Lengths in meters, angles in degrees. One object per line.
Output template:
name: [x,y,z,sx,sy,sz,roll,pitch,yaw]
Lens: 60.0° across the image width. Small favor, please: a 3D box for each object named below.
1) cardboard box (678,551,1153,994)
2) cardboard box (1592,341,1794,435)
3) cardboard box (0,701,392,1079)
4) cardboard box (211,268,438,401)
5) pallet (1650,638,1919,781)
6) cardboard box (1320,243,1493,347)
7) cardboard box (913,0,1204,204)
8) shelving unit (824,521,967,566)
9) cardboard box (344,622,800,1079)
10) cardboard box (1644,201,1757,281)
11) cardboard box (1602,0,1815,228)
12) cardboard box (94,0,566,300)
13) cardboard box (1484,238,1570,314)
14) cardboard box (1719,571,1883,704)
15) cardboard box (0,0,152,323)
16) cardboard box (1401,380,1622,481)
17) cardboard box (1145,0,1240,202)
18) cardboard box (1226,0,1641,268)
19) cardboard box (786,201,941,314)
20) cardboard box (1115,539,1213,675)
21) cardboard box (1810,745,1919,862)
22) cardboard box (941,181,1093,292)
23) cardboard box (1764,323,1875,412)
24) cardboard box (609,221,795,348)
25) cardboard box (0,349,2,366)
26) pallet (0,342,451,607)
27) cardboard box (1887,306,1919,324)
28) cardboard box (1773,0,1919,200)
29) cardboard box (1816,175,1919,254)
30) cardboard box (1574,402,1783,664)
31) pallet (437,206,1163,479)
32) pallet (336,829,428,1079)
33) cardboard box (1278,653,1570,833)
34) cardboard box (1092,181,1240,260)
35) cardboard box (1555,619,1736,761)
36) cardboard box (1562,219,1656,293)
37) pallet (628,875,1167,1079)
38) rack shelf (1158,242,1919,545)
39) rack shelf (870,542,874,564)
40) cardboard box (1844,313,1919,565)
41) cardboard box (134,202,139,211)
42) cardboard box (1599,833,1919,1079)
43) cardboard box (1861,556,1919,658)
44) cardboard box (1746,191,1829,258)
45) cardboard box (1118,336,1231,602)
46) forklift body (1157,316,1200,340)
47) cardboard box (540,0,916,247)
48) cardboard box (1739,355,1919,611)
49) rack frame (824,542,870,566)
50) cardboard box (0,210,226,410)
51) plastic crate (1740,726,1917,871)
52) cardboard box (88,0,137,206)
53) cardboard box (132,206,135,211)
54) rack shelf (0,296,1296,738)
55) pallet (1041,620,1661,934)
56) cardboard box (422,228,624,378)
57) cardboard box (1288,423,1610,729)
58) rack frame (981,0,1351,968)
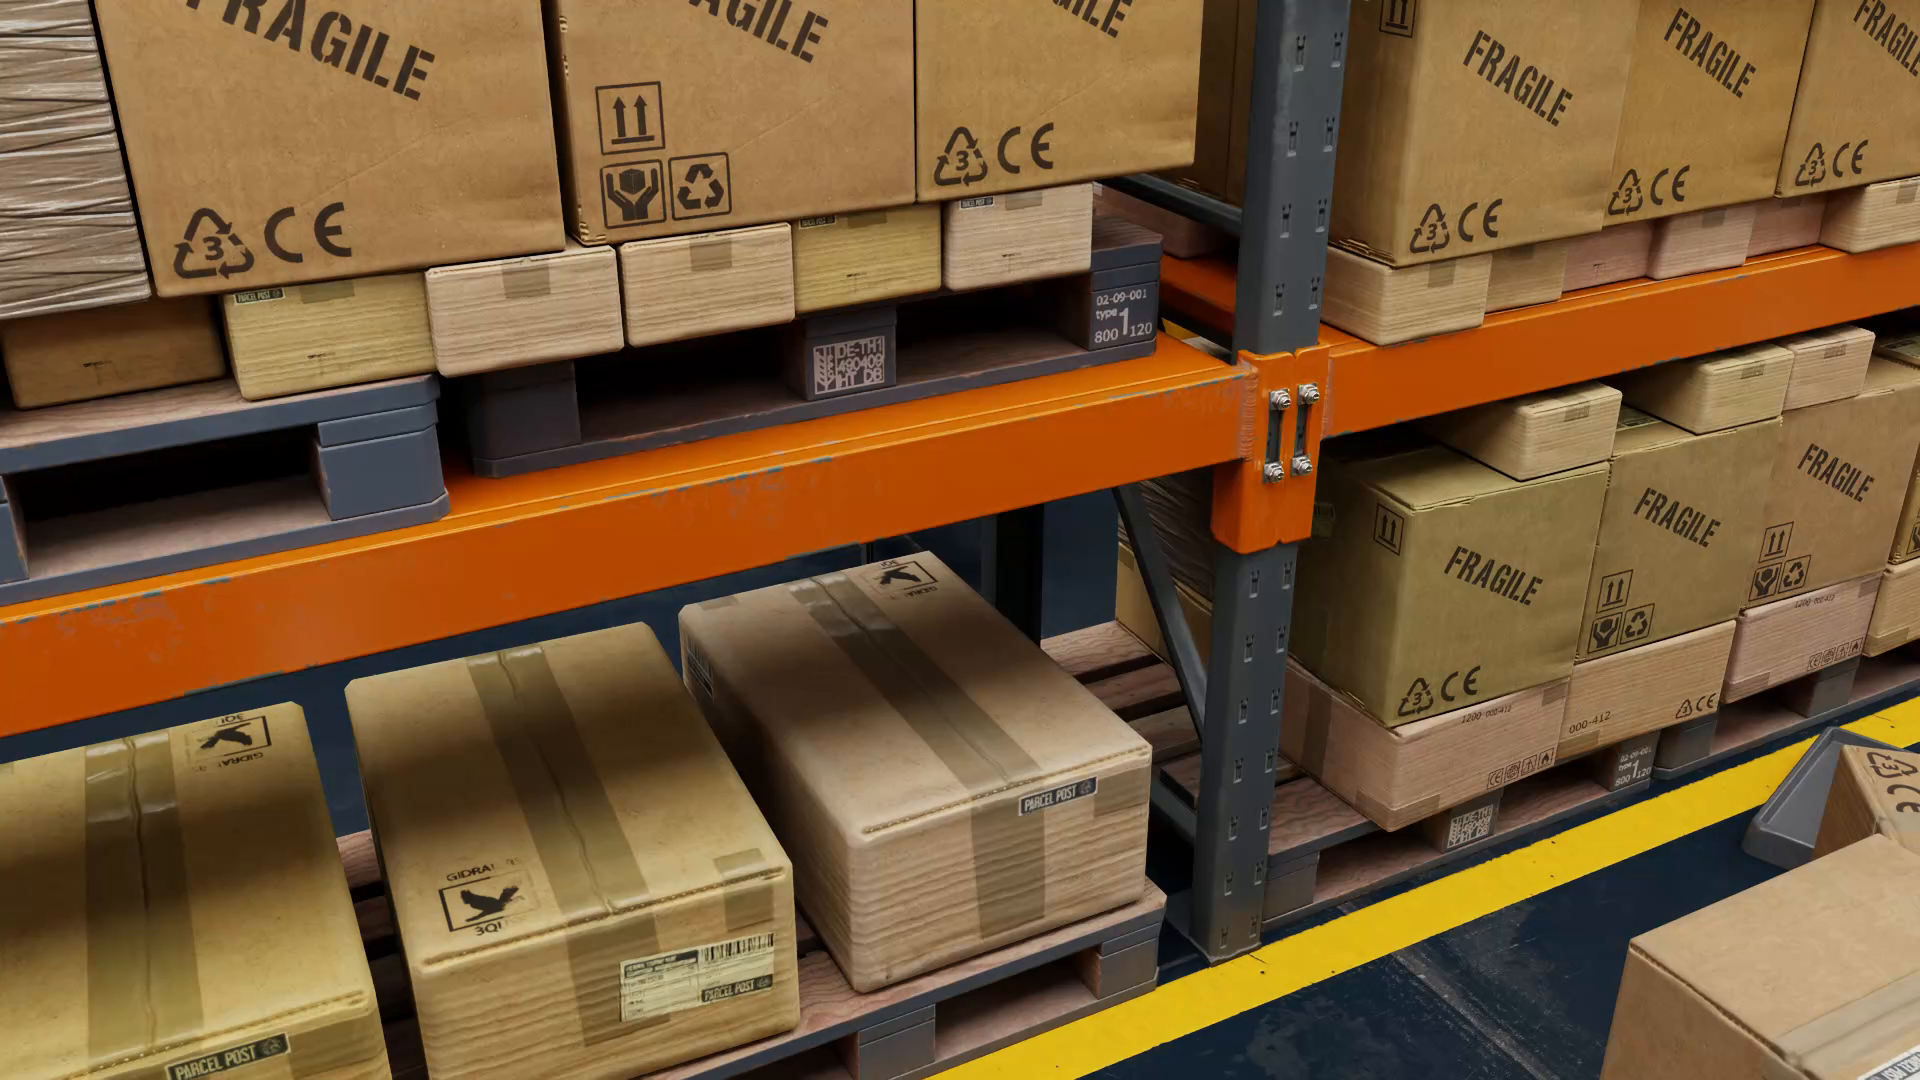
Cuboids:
cardboard box: [-0.124,0.427,3.446,0.625,0.372,0.950,-13,28,-24]
cardboard box: [1.576,-0.381,3.655,0.250,0.149,0.380,-12,28,-23]
cardboard box: [-1.370,0.717,2.842,0.625,0.372,0.950,-12,28,-23]
cardboard box: [-0.894,-0.340,2.297,0.250,0.149,0.380,-13,29,-25]
pallet: [1.991,0.180,4.630,1.213,0.211,1.003,-13,29,-25]
cardboard box: [0.766,-0.505,3.126,0.250,0.149,0.380,-13,29,-25]
cardboard box: [0.038,-0.863,2.637,0.500,0.500,0.500,-14,29,-26]
shelving unit: [-0.146,-0.913,4.725,0.503,2.100,0.431,-13,29,-25]
cardboard box: [-0.757,0.575,3.138,0.625,0.372,0.950,-11,28,-22]
cardboard box: [1.419,-0.679,3.488,0.250,0.149,0.380,-12,28,-24]
cardboard box: [1.289,-0.950,3.303,0.500,0.500,0.500,-13,29,-25]
cardboard box: [-0.858,-0.659,2.212,0.500,0.500,0.500,-12,28,-23]
cardboard box: [0.965,-0.576,3.274,0.250,0.149,0.380,-12,28,-24]
cardboard box: [1.917,0.135,4.195,0.500,0.250,0.500,-13,29,-26]
cardboard box: [-1.319,-0.552,1.989,0.500,0.500,0.500,-14,29,-27]
cardboard box: [1.123,-0.276,3.435,0.250,0.149,0.380,-13,28,-24]
cardboard box: [0.612,-1.041,3.493,0.500,0.500,0.500,-14,29,-26]
cardboard box: [0.857,-0.839,3.072,0.500,0.500,0.500,-13,29,-25]
cardboard box: [-0.228,-0.495,2.621,0.250,0.149,0.380,-14,29,-27]
cardboard box: [0.732,0.151,4.162,0.500,0.250,0.500,-12,28,-23]
cardboard box: [1.923,0.751,3.105,0.500,0.500,0.500,5,26,11]
cardboard box: [0.013,-0.542,2.718,0.250,0.149,0.380,-13,28,-24]
cardboard box: [1.812,-0.437,3.771,0.250,0.149,0.380,-11,28,-22]
cardboard box: [-0.439,-0.429,2.483,0.250,0.149,0.380,-14,29,-26]
cardboard box: [-1.369,-0.243,2.096,0.250,0.149,0.380,-12,28,-23]
pallet: [-1.465,-0.194,2.410,1.213,0.211,1.003,-13,29,-25]
cardboard box: [2.534,-0.605,4.120,0.250,0.149,0.380,-12,28,-23]
cardboard box: [1.738,-1.047,3.506,0.500,0.500,0.500,-13,29,-26]
cardboard box: [1.899,-0.762,3.661,0.250,0.149,0.380,-13,28,-25]
cardboard box: [1.452,-0.095,3.807,0.500,0.500,0.500,-12,28,-23]
pallet: [-0.406,-0.490,3.026,1.213,0.211,1.003,-13,29,-25]
pallet: [-1.427,0.990,2.944,1.213,0.211,1.003,-13,29,-25]
cardboard box: [0.985,0.357,3.733,0.500,0.250,0.500,-14,29,-27]
cardboard box: [0.477,-0.745,3.626,0.250,0.149,0.380,-13,29,-26]
cardboard box: [1.451,0.244,3.968,0.500,0.250,0.500,-11,28,-22]
cardboard box: [1.185,-0.642,3.411,0.250,0.149,0.380,-13,29,-25]
pallet: [-0.349,0.740,3.465,1.213,0.211,1.003,-13,29,-25]
rack shelf: [2.102,-0.759,4.197,4.000,0.370,1.077,-13,29,-25]
rack shelf: [-0.146,-0.270,5.034,0.480,0.518,0.431,-13,29,-25]
cardboard box: [2.375,-0.308,4.252,0.500,0.500,0.500,-14,29,-26]
cardboard box: [-1.203,-0.540,2.714,0.250,0.149,0.380,-13,28,-25]
cardboard box: [1.201,0.783,2.167,0.500,0.500,0.500,-13,29,-25]
cardboard box: [2.360,0.038,4.397,0.500,0.250,0.500,-14,29,-27]
cardboard box: [1.640,-0.745,3.626,0.250,0.149,0.380,-13,29,-25]
cardboard box: [0.733,-0.187,3.999,0.500,0.500,0.500,-13,29,-26]
forklift body: [0.713,-1.920,6.764,1.214,2.155,2.313,-13,29,-25]
cardboard box: [-0.399,-0.761,2.426,0.500,0.500,0.500,-13,28,-25]
cardboard box: [1.910,-0.200,4.025,0.500,0.500,0.500,-11,28,-22]
rack frame: [-0.361,-0.863,4.622,0.015,2.100,0.400,-13,29,-25]
cardboard box: [-1.175,-0.325,2.267,0.250,0.149,0.380,-14,29,-27]
plastic crate: [2.108,0.633,3.838,0.402,0.080,0.583,21,33,37]
cardboard box: [-1.544,-0.752,2.407,0.500,0.500,0.500,-14,29,-27]
cardboard box: [-3.145,-1.424,7.009,0.625,0.625,0.875,-13,29,-26]
rack shelf: [-1.428,0.055,2.500,4.000,0.370,1.077,-13,29,-25]
pallet: [0.913,0.431,4.109,1.213,0.211,1.003,-13,29,-25]
cardboard box: [-0.662,-0.376,2.372,0.250,0.149,0.380,-13,28,-25]
cardboard box: [0.985,0.019,3.570,0.500,0.500,0.500,-12,28,-23]
rack frame: [0.337,-0.676,3.193,0.127,3.000,1.000,-13,29,-25]
